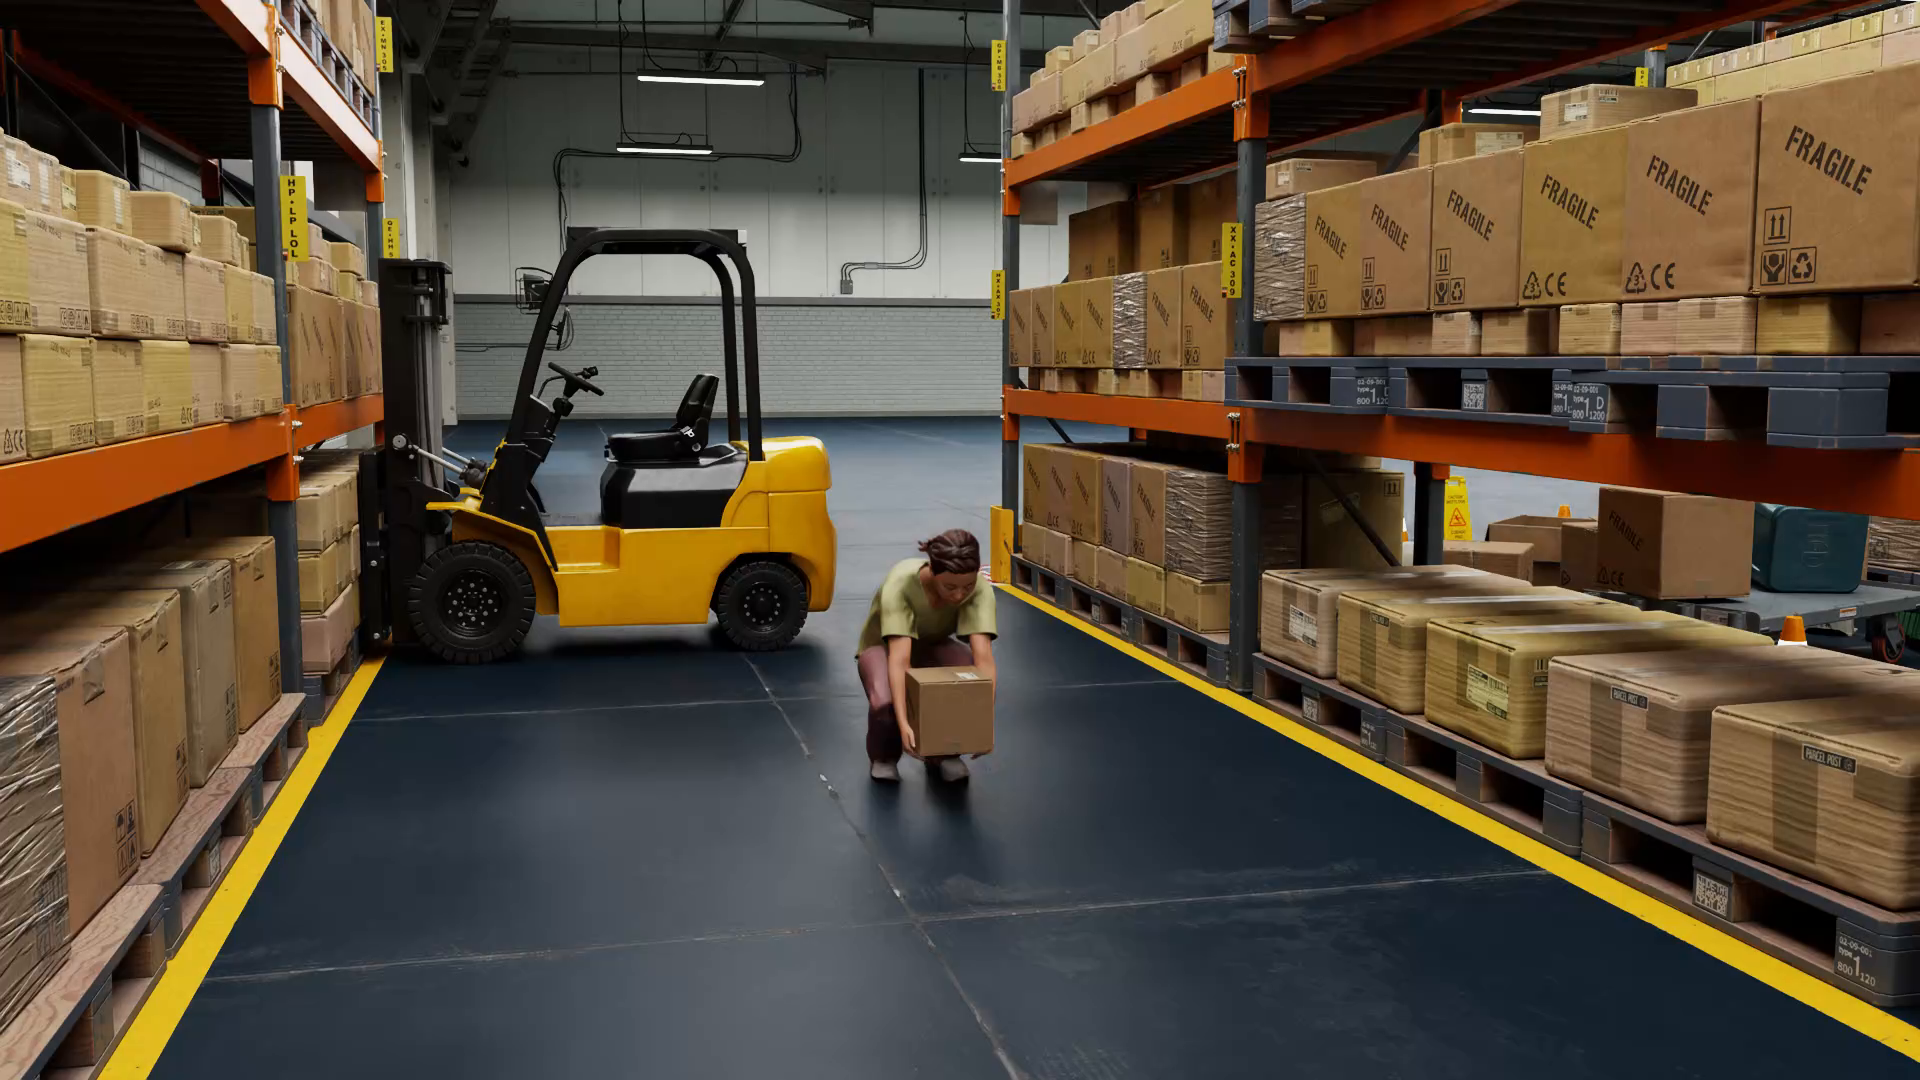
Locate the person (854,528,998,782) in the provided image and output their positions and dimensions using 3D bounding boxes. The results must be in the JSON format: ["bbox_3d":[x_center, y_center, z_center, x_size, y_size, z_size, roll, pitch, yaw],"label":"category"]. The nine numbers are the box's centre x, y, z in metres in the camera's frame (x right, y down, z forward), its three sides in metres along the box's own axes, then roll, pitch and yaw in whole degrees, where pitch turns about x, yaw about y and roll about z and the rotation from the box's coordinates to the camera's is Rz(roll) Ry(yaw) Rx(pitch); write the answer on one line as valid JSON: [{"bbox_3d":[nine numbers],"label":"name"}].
[{"bbox_3d":[-0.110,0.402,5.898,0.454,0.939,0.817,-2,6,-15],"label":"person"}]
